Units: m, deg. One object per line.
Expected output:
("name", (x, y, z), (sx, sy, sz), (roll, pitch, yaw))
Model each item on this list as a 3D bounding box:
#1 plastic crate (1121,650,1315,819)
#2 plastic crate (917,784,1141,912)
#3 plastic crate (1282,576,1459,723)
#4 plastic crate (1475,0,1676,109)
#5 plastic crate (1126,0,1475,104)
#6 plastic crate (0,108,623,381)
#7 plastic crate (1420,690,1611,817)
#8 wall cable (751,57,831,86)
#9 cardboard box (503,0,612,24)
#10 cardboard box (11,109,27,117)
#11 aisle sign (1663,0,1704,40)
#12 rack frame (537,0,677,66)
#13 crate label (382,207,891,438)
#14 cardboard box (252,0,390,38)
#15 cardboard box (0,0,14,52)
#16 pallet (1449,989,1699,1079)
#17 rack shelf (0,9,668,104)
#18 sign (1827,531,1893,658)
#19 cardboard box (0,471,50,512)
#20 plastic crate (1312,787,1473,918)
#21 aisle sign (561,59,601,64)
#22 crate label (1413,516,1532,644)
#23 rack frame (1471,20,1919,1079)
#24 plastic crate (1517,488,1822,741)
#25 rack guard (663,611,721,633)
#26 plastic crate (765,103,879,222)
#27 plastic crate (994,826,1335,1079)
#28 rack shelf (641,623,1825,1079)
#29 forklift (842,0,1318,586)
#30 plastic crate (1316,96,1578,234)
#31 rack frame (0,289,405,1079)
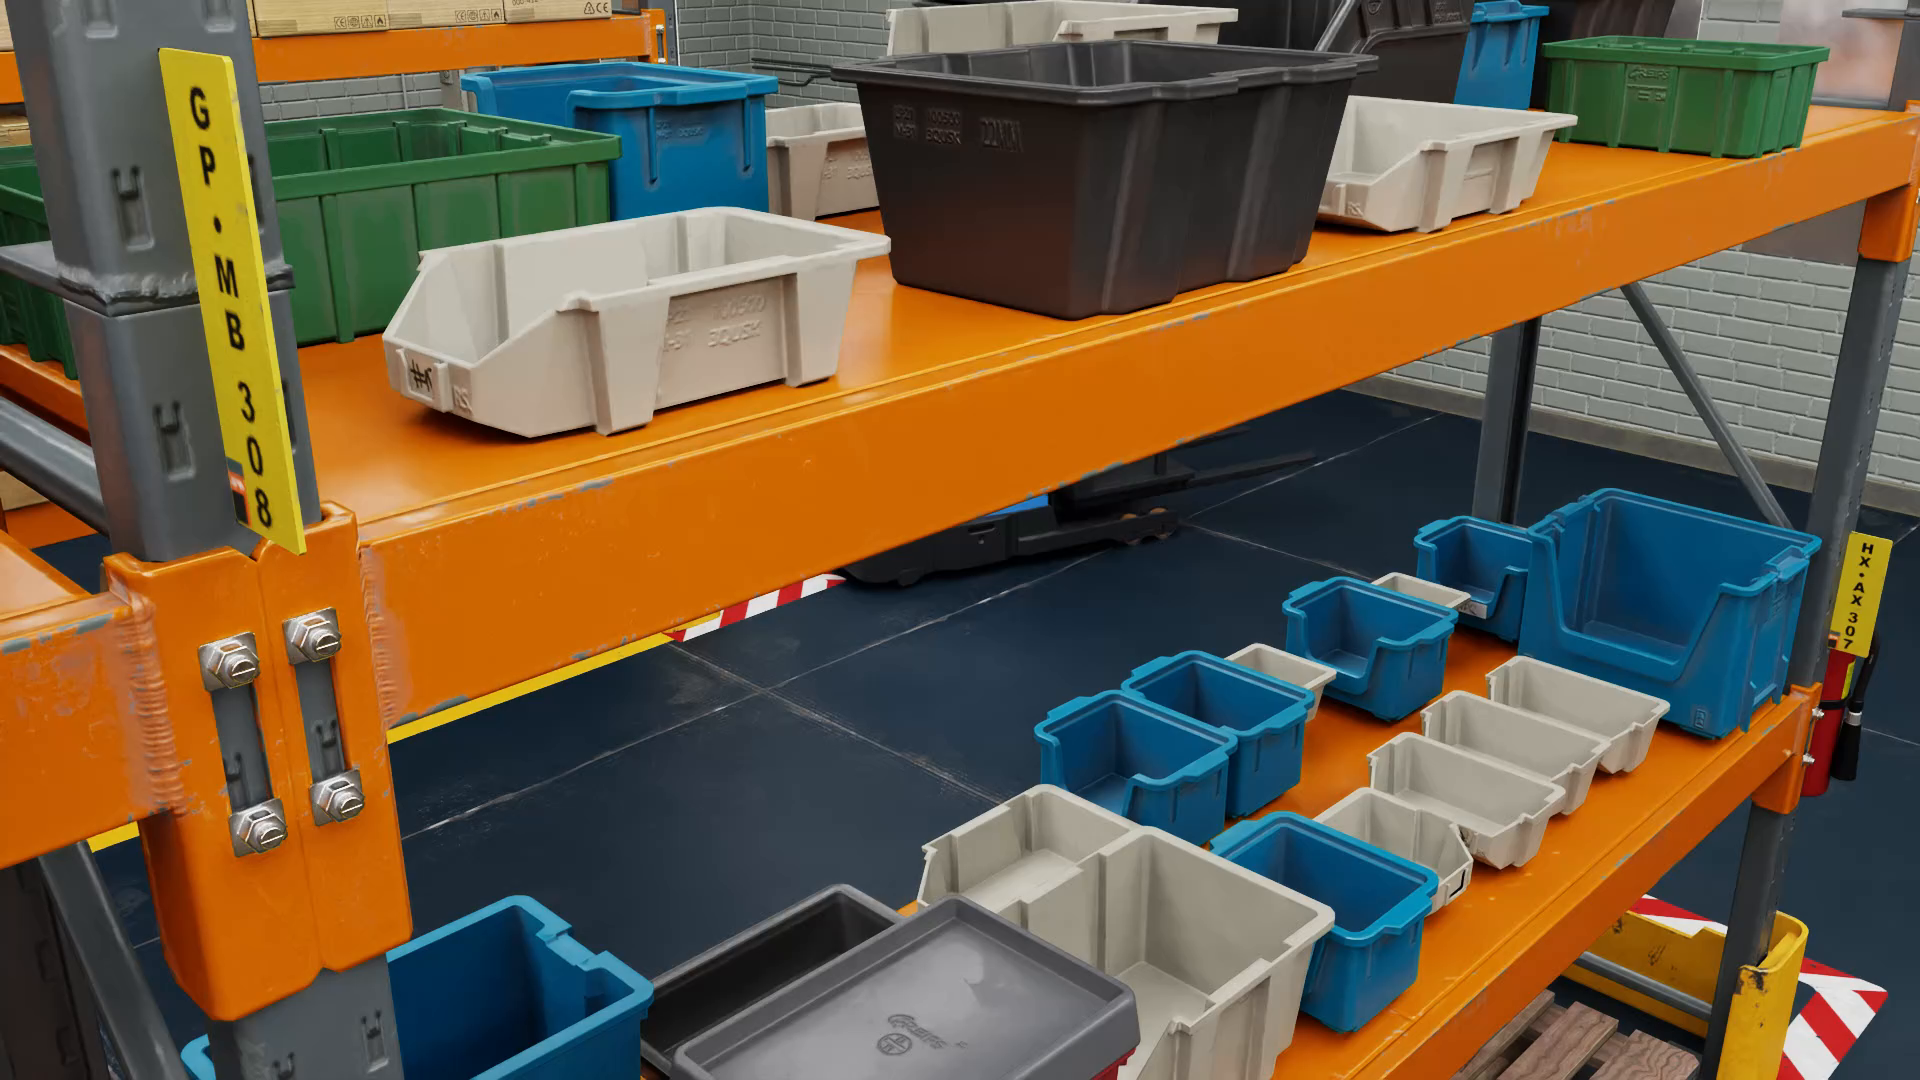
("plastic crate", (0.591, 0.454, 3.862), (0.416, 0.233, 0.300), (19, 28, 41))
("plastic crate", (0.127, 0.685, 3.395), (0.293, 0.136, 0.466), (19, 28, 41))
("plastic crate", (1.051, 0.285, 4.302), (0.416, 0.233, 0.300), (19, 28, 41))
("plastic crate", (1.450, -1.225, 4.083), (0.497, 0.269, 0.590), (19, 28, 41))
("plastic crate", (0.655, -0.963, 3.304), (0.504, 0.338, 0.767), (19, 28, 41))
("plastic crate", (-0.794, -0.373, 1.978), (0.450, 0.188, 0.662), (19, 28, 41))
("plastic crate", (1.266, 0.505, 3.862), (0.396, 0.136, 0.243), (19, 28, 41))
("wall cable", (-0.979, -5.110, 14.155), (3.097, 2.526, 0.112), (19, 28, 41))
("cardboard box", (-1.798, -2.288, 6.875), (0.500, 0.250, 0.500), (19, 28, 41))
("cardboard box", (-5.529, -2.401, 10.723), (0.700, 0.700, 0.980), (-19, 28, -40))
("aisle sign", (1.755, -1.222, 4.449), (0.394, 0.787, 0.004), (19, 28, 41))
("rack frame", (-1.629, -1.156, 7.902), (1.000, 3.000, 0.127), (19, 28, 41))
("crate label", (-0.324, -0.218, 1.647), (0.293, 0.136, 0.466), (19, 28, 41))
("cardboard box", (-2.494, -2.031, 6.205), (0.500, 0.250, 0.500), (19, 28, 41))
("cardboard box", (-3.201, -1.777, 5.544), (0.500, 0.250, 0.500), (19, 28, 41))
("pallet", (1.315, 1.588, 4.648), (1.003, 0.211, 1.213), (19, 28, 41))
("rack shelf", (-3.024, -1.706, 6.155), (1.077, 0.370, 4.000), (19, 28, 41))
("sign", (2.323, 0.142, 4.297), (0.100, 0.325, 0.005), (19, 28, 41))
("cardboard box", (-3.513, -0.370, 5.716), (0.500, 0.500, 0.500), (-20, 28, -41))
("plastic crate", (0.896, 0.664, 3.450), (0.298, 0.136, 0.250), (19, 28, 41))
("aisle sign", (-1.791, -2.461, 7.672), (0.394, 0.787, 0.004), (19, 28, 41))
("crate label", (1.510, 0.116, 4.742), (0.416, 0.233, 0.303), (19, 28, 41))
("rack frame", (1.918, 0.085, 4.674), (1.000, 3.000, 0.127), (19, 28, 41))
("plastic crate", (1.818, 0.173, 4.311), (0.616, 0.435, 0.499), (19, 28, 41))
("rack guard", (-1.682, 0.030, 8.299), (1.175, 0.500, 0.348), (19, 28, 41))
("plastic crate", (-0.258, -0.586, 2.606), (0.293, 0.136, 0.466), (19, 28, 41))
("plastic crate", (0.325, 0.794, 2.910), (0.437, 0.282, 0.530), (19, 28, 41))
("rack shelf", (0.523, 0.934, 3.465), (1.077, 0.370, 4.000), (19, 28, 41))
("forklift", (0.611, -1.497, 8.884), (3.031, 2.935, 1.130), (-11, 24, -27))
("plastic crate", (0.654, -0.599, 2.639), (0.437, 0.136, 0.530), (19, 28, 41))
("rack frame", (-0.873, 1.113, 1.998), (1.000, 3.000, 0.127), (19, 28, 41))
